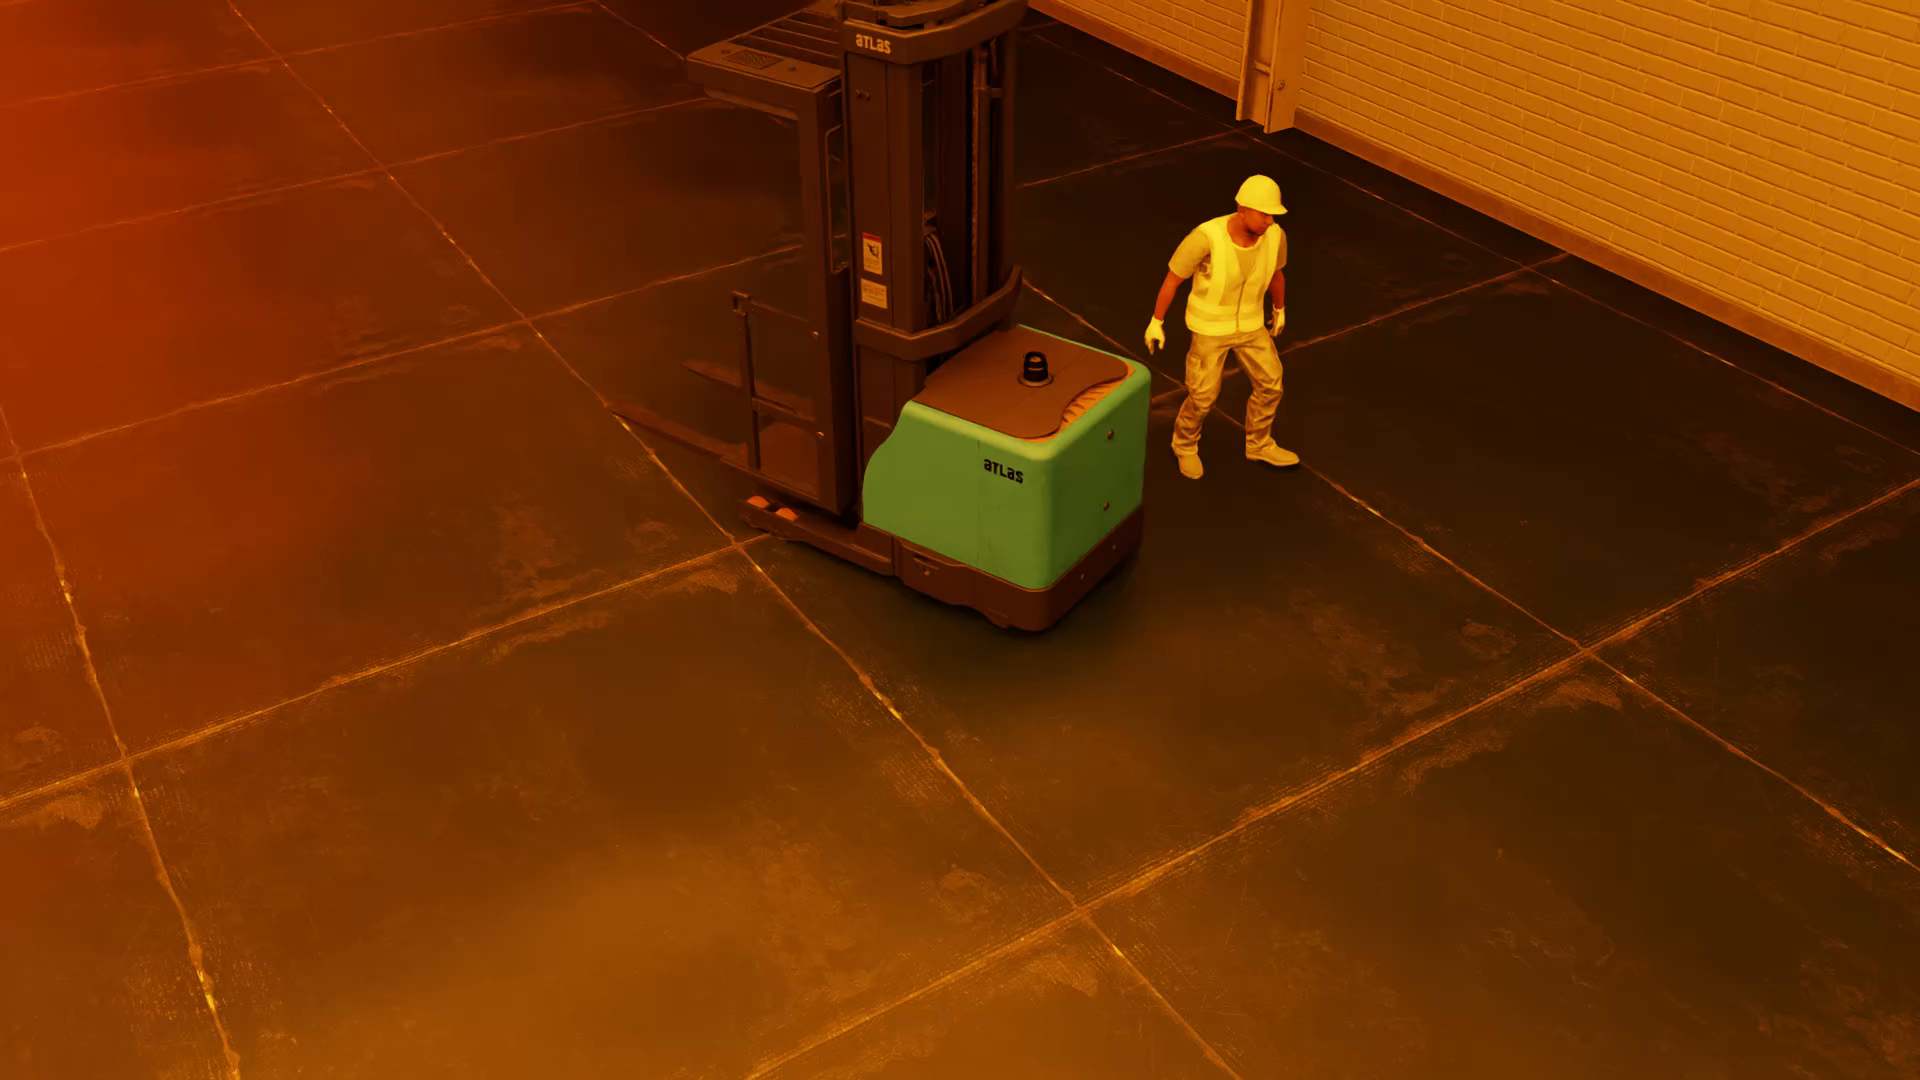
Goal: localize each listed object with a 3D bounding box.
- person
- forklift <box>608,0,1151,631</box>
[{"bbox_3d":[1.432,-1.113,8.777,0.881,1.745,0.449,-11,36,-15],"label":"person"},{"bbox_3d":[-0.560,-1.425,8.175,3.031,2.935,1.130,22,41,28],"label":"forklift"}]
